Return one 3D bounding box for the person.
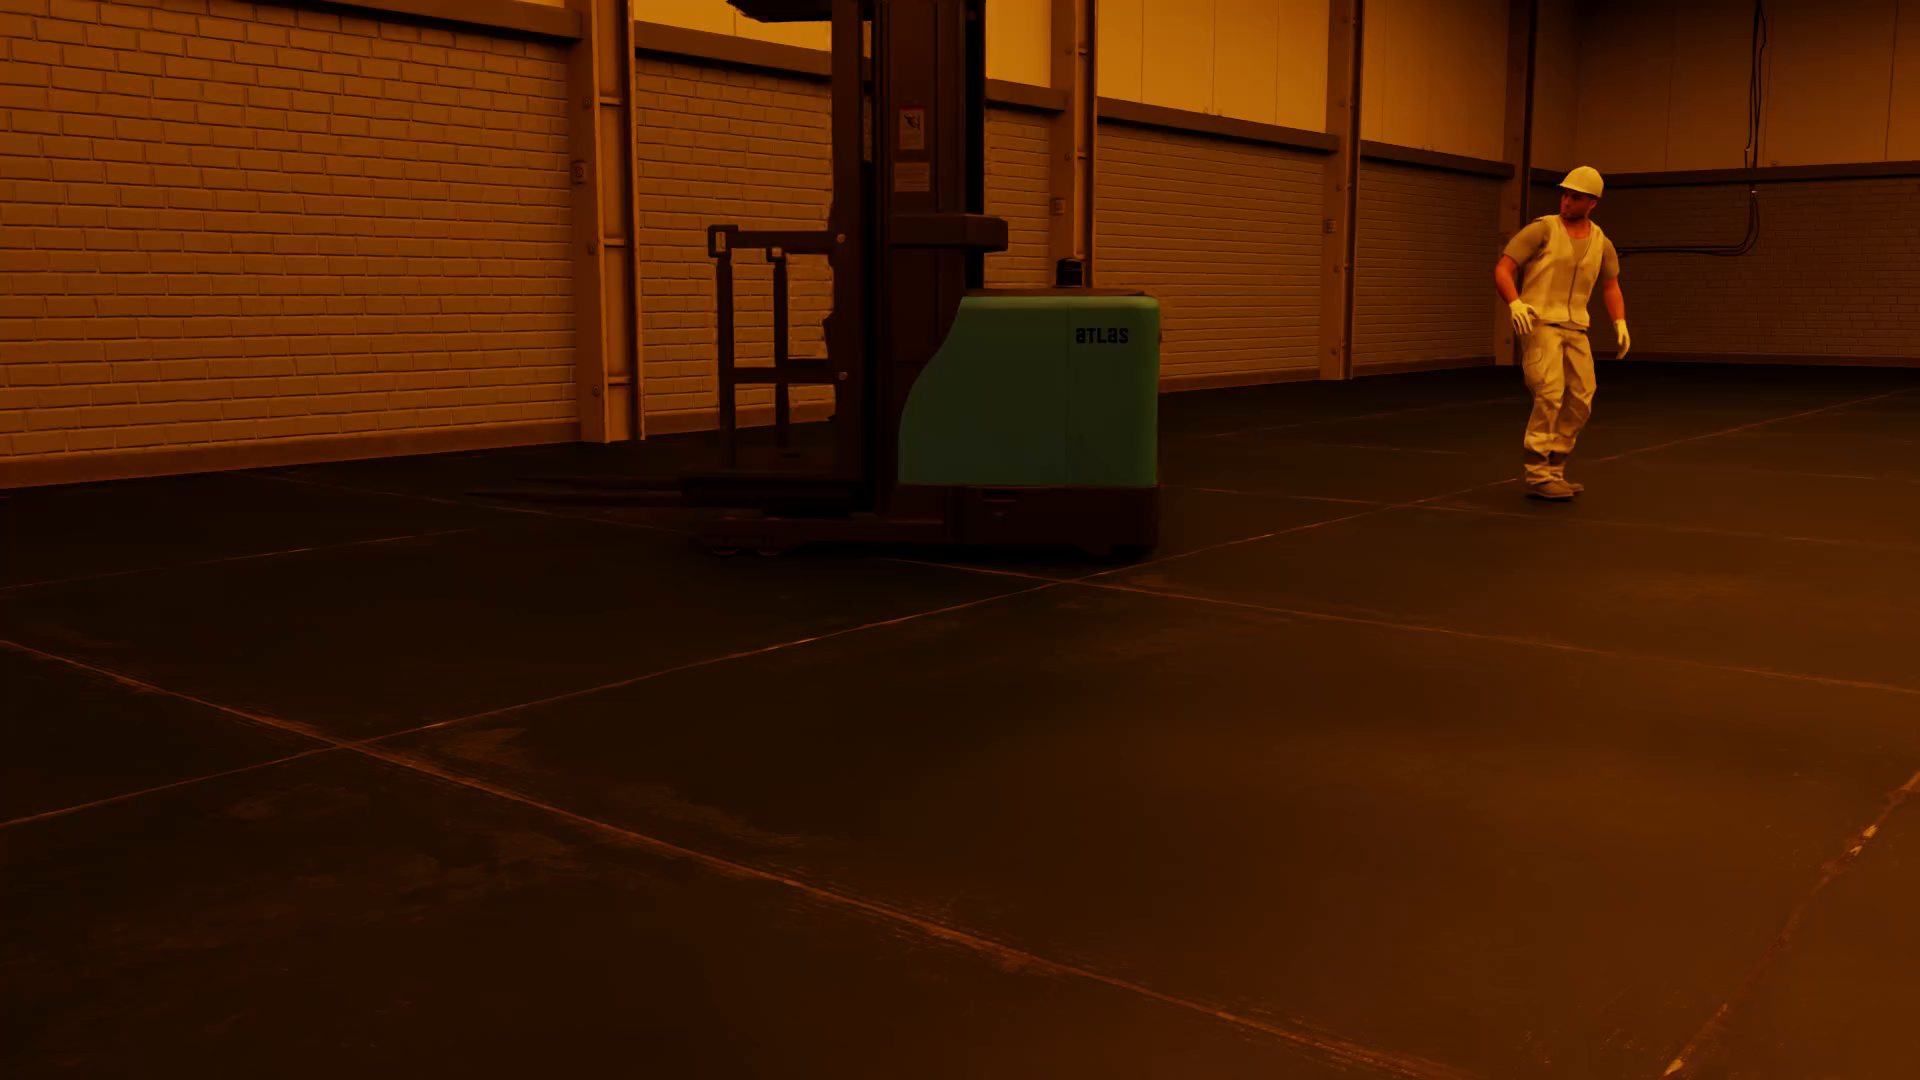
[{"bbox_3d":[3.267,-1.106,8.917,0.745,1.754,0.506,-3,9,-20],"label":"person"}]

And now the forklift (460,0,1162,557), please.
[{"bbox_3d":[-0.641,-1.454,7.221,3.031,2.935,1.130,1,8,7],"label":"forklift"}]
